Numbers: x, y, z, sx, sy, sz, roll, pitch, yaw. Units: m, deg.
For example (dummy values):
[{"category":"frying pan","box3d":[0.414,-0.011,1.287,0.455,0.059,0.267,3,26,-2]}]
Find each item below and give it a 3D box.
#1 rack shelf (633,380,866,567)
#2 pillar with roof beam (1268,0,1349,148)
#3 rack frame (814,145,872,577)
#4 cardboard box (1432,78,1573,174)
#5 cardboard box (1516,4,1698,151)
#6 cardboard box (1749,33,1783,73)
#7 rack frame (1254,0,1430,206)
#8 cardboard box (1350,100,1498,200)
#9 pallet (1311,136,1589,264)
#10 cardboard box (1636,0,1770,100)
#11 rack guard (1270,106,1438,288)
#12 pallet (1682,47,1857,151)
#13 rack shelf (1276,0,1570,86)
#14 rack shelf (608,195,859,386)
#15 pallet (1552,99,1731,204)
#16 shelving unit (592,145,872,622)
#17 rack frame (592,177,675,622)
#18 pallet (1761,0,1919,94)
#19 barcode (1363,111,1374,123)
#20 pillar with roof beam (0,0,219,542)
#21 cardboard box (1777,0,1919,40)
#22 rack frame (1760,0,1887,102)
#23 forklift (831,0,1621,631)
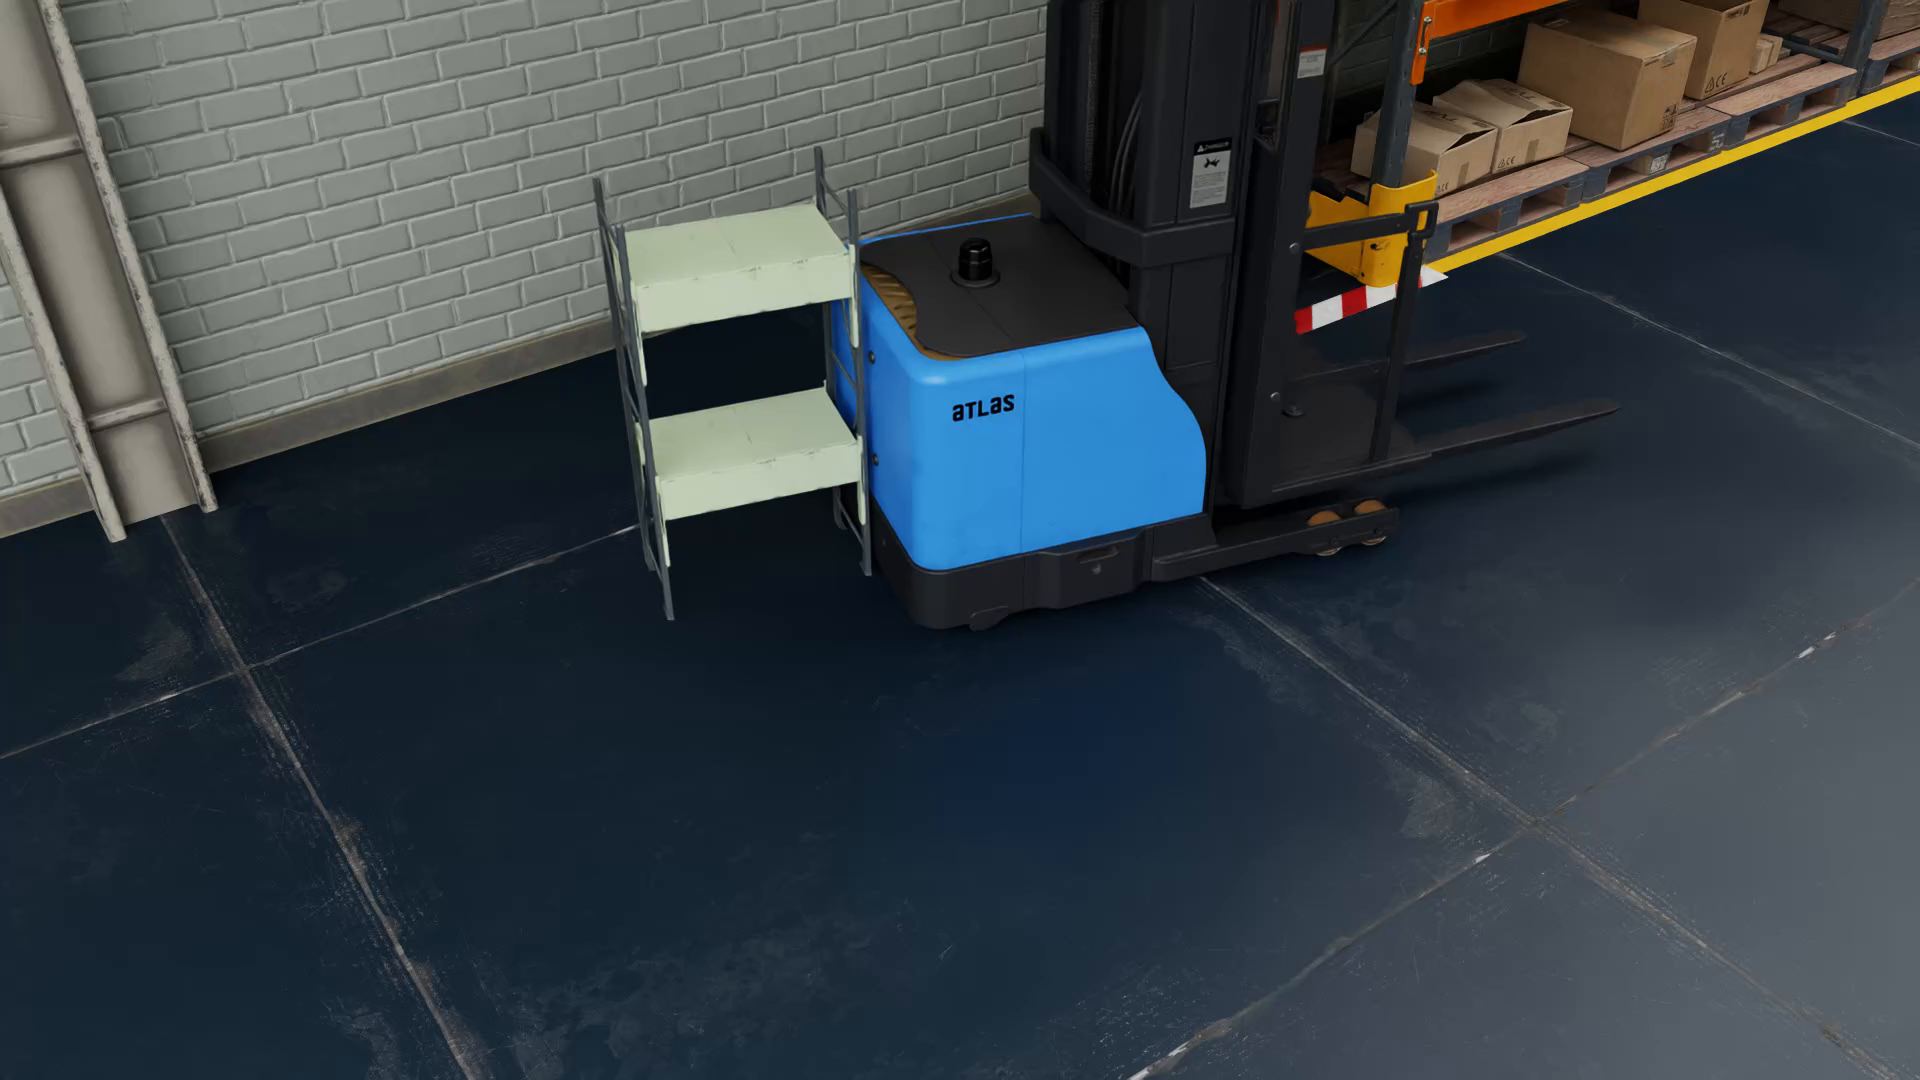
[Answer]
[{"category":"rack shelf","box3d":[-0.744,-0.244,5.863,0.720,0.370,0.431,-12,38,-17]},{"category":"pillar with roof beam","box3d":[4.276,-3.745,3.750,0.400,9.000,9.100,-22,41,-28]},{"category":"rack frame","box3d":[-0.402,-0.585,5.778,0.023,1.500,0.400,-12,38,-17]},{"category":"cardboard box","box3d":[2.805,-2.185,8.645,0.500,0.311,0.500,-19,40,-24]},{"category":"cardboard box","box3d":[3.434,-2.484,8.899,0.500,0.500,0.700,-25,43,-31]},{"category":"cardboard box","box3d":[4.571,-2.896,9.757,0.250,0.166,0.380,-28,44,-33]},{"category":"rack frame","box3d":[1.722,-2.716,7.458,0.127,3.000,1.000,-22,41,-28]},{"category":"cardboard box","box3d":[2.339,-1.993,8.378,0.500,0.311,0.500,-28,44,-33]},{"category":"pallet","box3d":[2.468,-1.866,8.664,1.213,0.211,1.003,-22,41,-28]},{"category":"cardboard box","box3d":[4.166,-2.857,9.418,0.500,0.500,0.500,-26,43,-31]},{"category":"rack guard","box3d":[1.784,-1.727,8.223,0.348,0.500,1.175,-22,41,-28]},{"category":"pallet","box3d":[4.463,-2.687,9.805,1.213,0.211,1.003,-22,41,-28]},{"category":"rack shelf","box3d":[3.356,-3.097,8.603,4.000,0.370,1.077,-22,41,-28]},{"category":"rack shelf","box3d":[-0.744,-0.826,5.445,0.720,0.370,0.431,-12,38,-17]},{"category":"pallet","box3d":[3.465,-2.274,9.231,1.213,0.211,1.003,-22,41,-28]},{"category":"shelving unit","box3d":[-0.744,-0.509,5.673,0.755,1.500,0.431,-12,38,-17]},{"category":"rack frame","box3d":[-1.087,-0.433,5.567,0.023,1.500,0.400,-12,38,-17]},{"category":"pallet","box3d":[5.627,-3.192,10.507,1.213,0.211,1.003,-22,41,-28]},{"category":"barcode","box3d":[2.123,-2.194,8.649,0.075,0.075,0.001,-22,41,-28]},{"category":"pillar with roof beam","box3d":[-0.629,-1.727,0.944,0.400,9.000,9.100,-22,41,-28]},{"category":"cardboard box","box3d":[5.583,-3.481,10.285,0.500,0.500,0.700,-21,41,-26]},{"category":"rack frame","box3d":[4.991,-4.062,9.328,0.127,3.000,1.000,-22,41,-28]},{"category":"forklift","box3d":[1.095,-1.407,5.696,3.031,2.935,1.130,-12,38,-17]}]
